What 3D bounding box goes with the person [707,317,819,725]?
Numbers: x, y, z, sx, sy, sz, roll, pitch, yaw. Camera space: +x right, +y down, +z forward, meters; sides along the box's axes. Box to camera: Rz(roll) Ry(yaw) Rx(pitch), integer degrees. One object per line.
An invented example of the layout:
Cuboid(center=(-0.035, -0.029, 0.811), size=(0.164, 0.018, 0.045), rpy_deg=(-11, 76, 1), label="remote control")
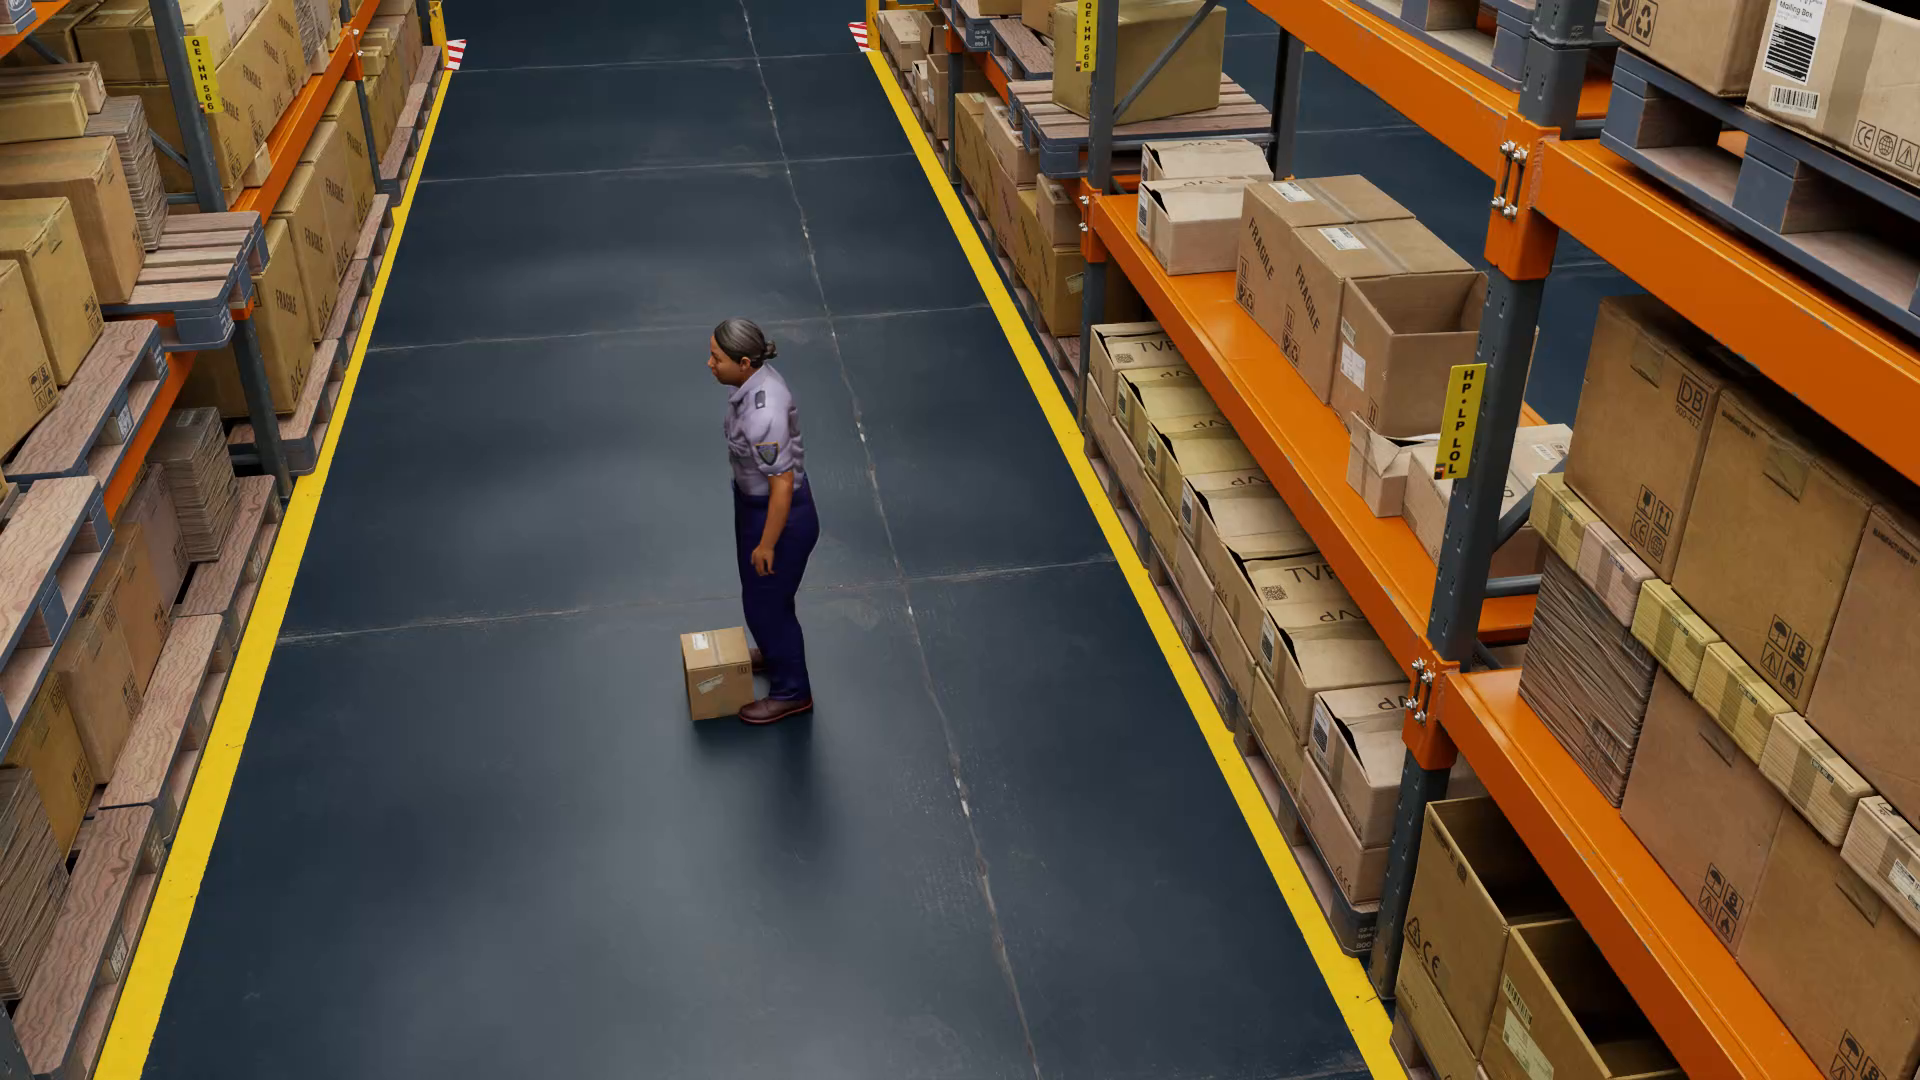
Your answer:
Cuboid(center=(-0.729, -0.093, 6.294), size=(0.362, 1.653, 0.562), rpy_deg=(-7, 32, -11), label="person")
